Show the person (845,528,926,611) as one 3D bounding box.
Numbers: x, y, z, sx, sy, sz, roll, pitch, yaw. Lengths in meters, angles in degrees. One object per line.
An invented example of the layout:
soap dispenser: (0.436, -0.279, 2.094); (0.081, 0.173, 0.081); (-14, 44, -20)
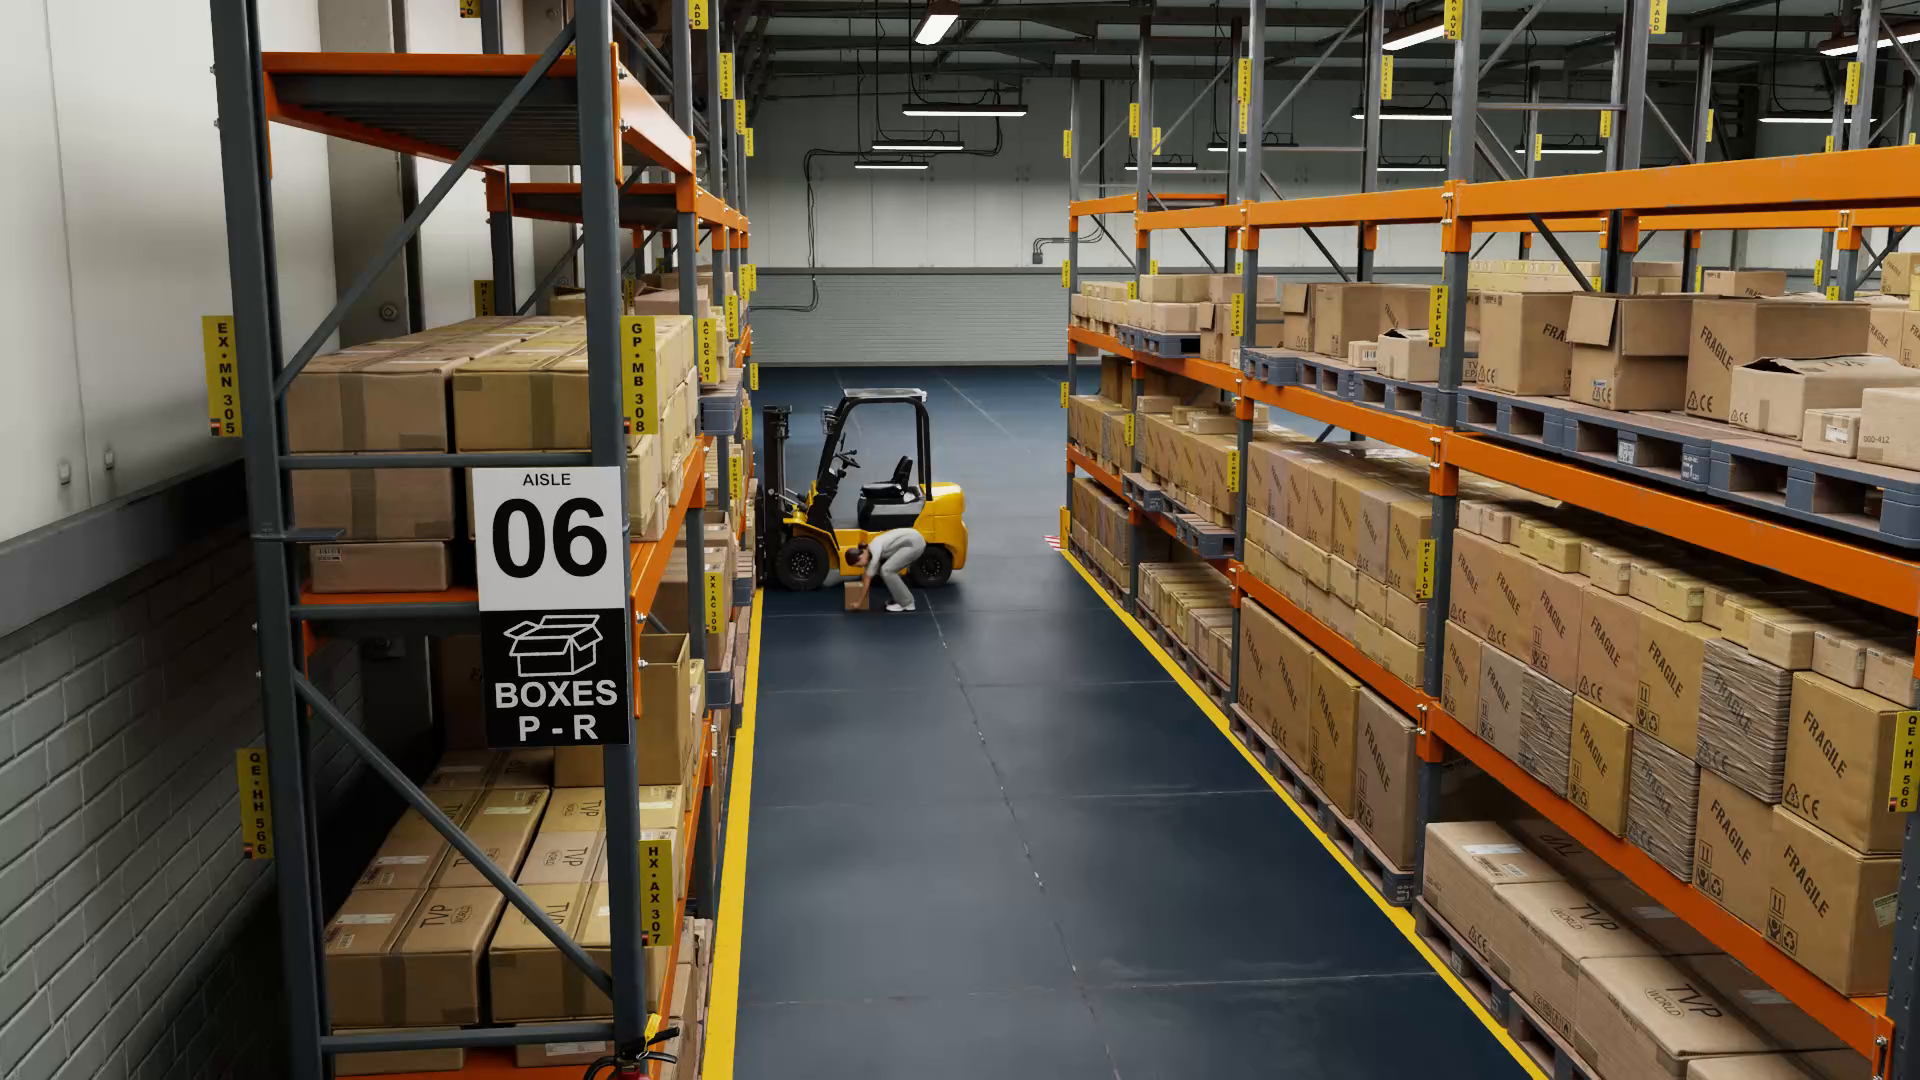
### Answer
person: (-0.784, 0.310, 17.513); (0.852, 0.852, 0.476); (-2, 10, -9)
